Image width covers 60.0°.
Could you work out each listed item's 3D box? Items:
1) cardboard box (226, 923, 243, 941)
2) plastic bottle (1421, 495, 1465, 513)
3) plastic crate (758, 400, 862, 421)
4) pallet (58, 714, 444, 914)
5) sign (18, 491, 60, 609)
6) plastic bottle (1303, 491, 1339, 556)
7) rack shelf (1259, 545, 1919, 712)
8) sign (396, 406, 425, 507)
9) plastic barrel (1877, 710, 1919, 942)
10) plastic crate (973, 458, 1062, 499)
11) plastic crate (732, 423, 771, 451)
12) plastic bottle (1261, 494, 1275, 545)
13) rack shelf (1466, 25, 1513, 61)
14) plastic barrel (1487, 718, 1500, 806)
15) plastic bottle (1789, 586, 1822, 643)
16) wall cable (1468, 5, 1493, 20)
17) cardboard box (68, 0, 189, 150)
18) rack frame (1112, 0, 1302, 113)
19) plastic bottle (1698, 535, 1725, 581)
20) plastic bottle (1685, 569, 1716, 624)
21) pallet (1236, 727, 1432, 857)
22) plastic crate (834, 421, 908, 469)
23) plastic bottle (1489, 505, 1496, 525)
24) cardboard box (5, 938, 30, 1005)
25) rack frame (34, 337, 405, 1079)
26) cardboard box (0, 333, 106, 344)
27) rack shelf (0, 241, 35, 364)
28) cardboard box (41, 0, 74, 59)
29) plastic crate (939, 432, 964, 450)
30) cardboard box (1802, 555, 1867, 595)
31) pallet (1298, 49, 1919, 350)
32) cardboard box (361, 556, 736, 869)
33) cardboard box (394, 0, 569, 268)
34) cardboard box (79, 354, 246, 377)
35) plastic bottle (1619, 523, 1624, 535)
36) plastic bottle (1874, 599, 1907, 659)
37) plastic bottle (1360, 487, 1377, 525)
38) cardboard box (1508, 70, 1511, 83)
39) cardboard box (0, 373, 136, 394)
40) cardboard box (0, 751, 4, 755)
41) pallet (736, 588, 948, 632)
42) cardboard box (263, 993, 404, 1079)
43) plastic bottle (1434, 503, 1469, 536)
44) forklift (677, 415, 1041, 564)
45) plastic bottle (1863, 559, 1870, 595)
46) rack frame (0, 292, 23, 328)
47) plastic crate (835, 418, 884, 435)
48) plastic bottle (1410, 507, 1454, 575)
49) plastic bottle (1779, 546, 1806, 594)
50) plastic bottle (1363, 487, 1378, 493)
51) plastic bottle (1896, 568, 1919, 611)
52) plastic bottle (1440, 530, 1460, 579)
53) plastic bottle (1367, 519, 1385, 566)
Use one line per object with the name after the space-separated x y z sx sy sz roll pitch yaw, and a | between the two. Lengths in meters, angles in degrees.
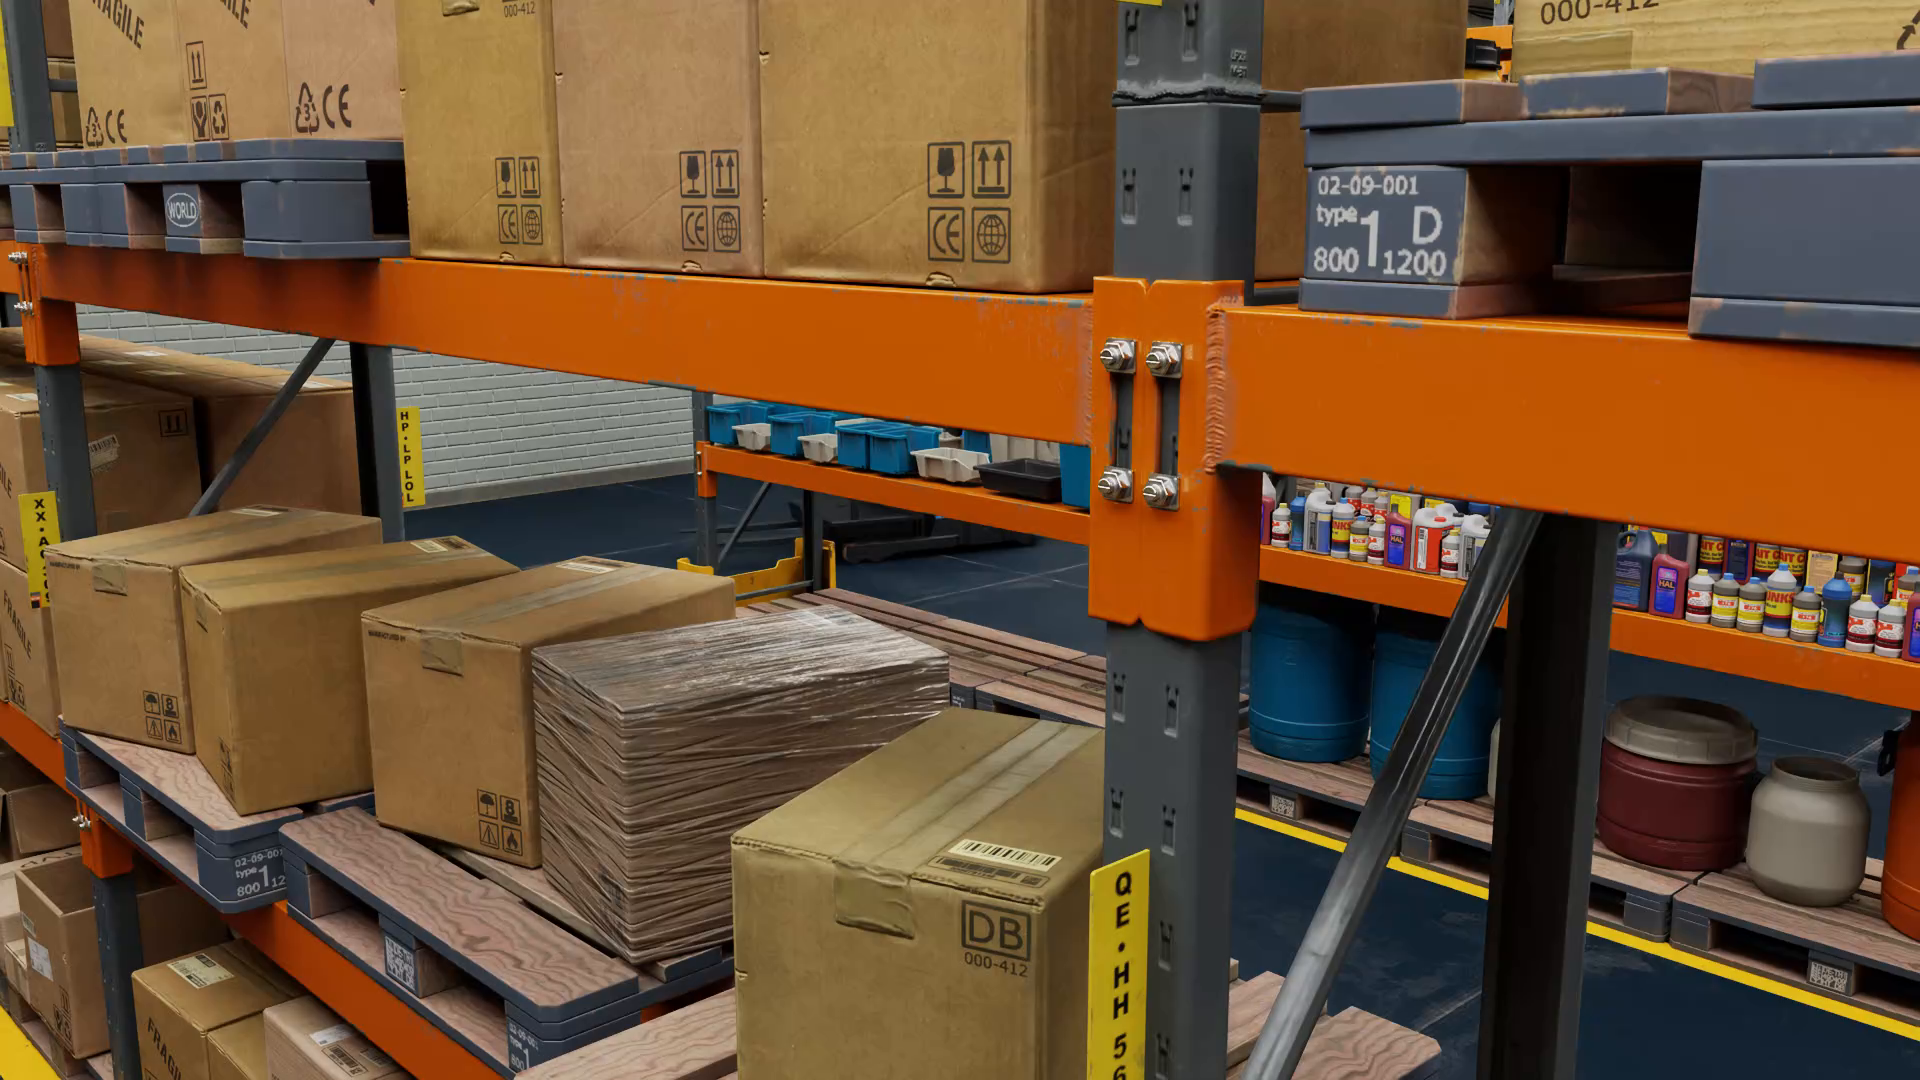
-2.333 1.385 5.828 0.500 0.311 0.500 -11 16 -43 | cardboard box
2.281 -0.155 7.852 0.144 0.351 0.185 -11 16 -43 | plastic bottle
-1.010 -0.922 11.218 0.616 0.435 0.499 -11 16 -43 | plastic crate
-1.727 0.601 4.537 1.003 0.211 1.213 -11 16 -43 | pallet
-2.587 0.028 4.697 0.100 0.325 0.005 -11 16 -43 | sign
1.682 -0.080 7.673 0.152 0.276 0.135 -11 16 -43 | plastic bottle
2.767 0.330 7.161 1.077 0.370 4.000 -11 16 -43 | rack shelf
-1.801 -0.270 5.418 0.100 0.325 0.005 -11 16 -43 | sign
3.798 1.057 6.183 0.600 0.830 0.708 -11 16 -43 | plastic barrel
0.418 -0.335 9.138 0.437 0.125 0.590 -11 16 -43 | plastic crate
-1.283 -0.658 10.678 0.250 0.136 0.298 -11 16 -43 | plastic crate
1.422 -0.125 7.874 0.061 0.283 0.133 -11 16 -43 | plastic bottle
3.587 -3.687 12.779 1.077 0.370 4.000 -11 16 -43 | rack shelf
2.563 0.978 7.355 0.421 0.512 0.421 0 12 0 | plastic barrel
3.133 0.271 6.154 0.097 0.201 0.097 0 12 0 | plastic bottle
7.828 -7.204 26.985 2.988 3.039 0.133 -11 16 -43 | wall cable
-1.905 -1.314 4.385 0.600 0.600 0.600 10 15 40 | cardboard box
0.563 -1.979 1.718 1.000 3.000 0.127 -11 16 -43 | rack frame
3.225 0.035 7.128 0.097 0.271 0.097 0 12 0 | plastic bottle
2.864 0.214 6.430 0.097 0.201 0.097 0 12 0 | plastic bottle
1.888 1.170 8.211 1.003 0.211 1.213 -11 16 -43 | pallet
-0.535 -0.572 10.019 0.416 0.233 0.300 -11 16 -43 | plastic crate
2.492 -0.114 7.841 0.152 0.276 0.135 -11 16 -43 | plastic bottle
-3.100 1.466 5.837 0.380 0.149 0.250 -11 16 -43 | cardboard box
-2.199 0.375 5.157 1.000 3.000 0.127 -11 16 -43 | rack frame
-4.106 -0.647 7.393 0.500 0.500 0.500 -10 16 -41 | cardboard box
-3.581 -1.034 6.344 1.077 0.370 4.000 -11 16 -43 | rack shelf
-2.563 -1.698 5.062 0.700 0.500 0.500 -11 16 -43 | cardboard box
-0.065 -0.583 10.311 0.298 0.136 0.250 -11 16 -43 | plastic crate
6.042 0.051 10.955 0.875 0.875 1.225 11 16 43 | cardboard box
1.096 -0.331 1.620 1.213 0.211 1.003 -10 15 -40 | pallet
-0.935 0.370 3.895 0.500 0.500 0.700 7 14 31 | cardboard box
-0.474 -0.769 3.027 0.910 0.500 0.500 -11 16 -43 | cardboard box
-3.033 -0.422 6.300 0.500 0.500 0.500 11 16 43 | cardboard box
2.893 -0.018 7.382 0.097 0.271 0.097 0 12 0 | plastic bottle
3.334 0.314 5.947 0.097 0.201 0.097 0 12 0 | plastic bottle
2.040 -0.164 8.265 0.097 0.201 0.097 0 12 0 | plastic bottle
4.323 -3.283 12.085 0.500 0.250 0.500 10 16 41 | cardboard box
-3.092 -0.276 5.590 0.500 0.500 0.500 -11 16 -44 | cardboard box
-4.446 1.114 7.292 0.500 0.250 0.500 -11 16 -43 | cardboard box
-0.835 0.593 11.009 1.003 0.211 1.213 -11 16 -43 | pallet
-1.351 1.267 4.073 0.500 0.250 0.500 -11 16 -42 | cardboard box
2.179 -0.019 7.379 0.152 0.276 0.135 -11 16 -43 | plastic bottle
-0.819 -1.362 13.757 3.031 2.935 1.130 -5 13 -24 | forklift
3.704 0.125 6.662 0.061 0.283 0.133 -11 16 -43 | plastic bottle
-4.962 -0.209 7.991 1.000 3.000 0.127 -11 16 -43 | rack frame
-0.683 -0.705 10.904 0.396 0.136 0.243 -11 16 -43 | plastic crate
2.069 0.002 7.276 0.152 0.276 0.135 -11 16 -43 | plastic bottle
3.452 0.083 6.896 0.097 0.271 0.097 0 12 0 | plastic bottle
2.084 -0.218 8.323 0.061 0.283 0.133 -11 16 -43 | plastic bottle
3.686 0.211 6.447 0.097 0.201 0.097 0 12 0 | plastic bottle
2.130 0.059 7.183 0.097 0.201 0.097 0 12 0 | plastic bottle
1.877 0.006 7.442 0.097 0.201 0.097 0 12 0 | plastic bottle
